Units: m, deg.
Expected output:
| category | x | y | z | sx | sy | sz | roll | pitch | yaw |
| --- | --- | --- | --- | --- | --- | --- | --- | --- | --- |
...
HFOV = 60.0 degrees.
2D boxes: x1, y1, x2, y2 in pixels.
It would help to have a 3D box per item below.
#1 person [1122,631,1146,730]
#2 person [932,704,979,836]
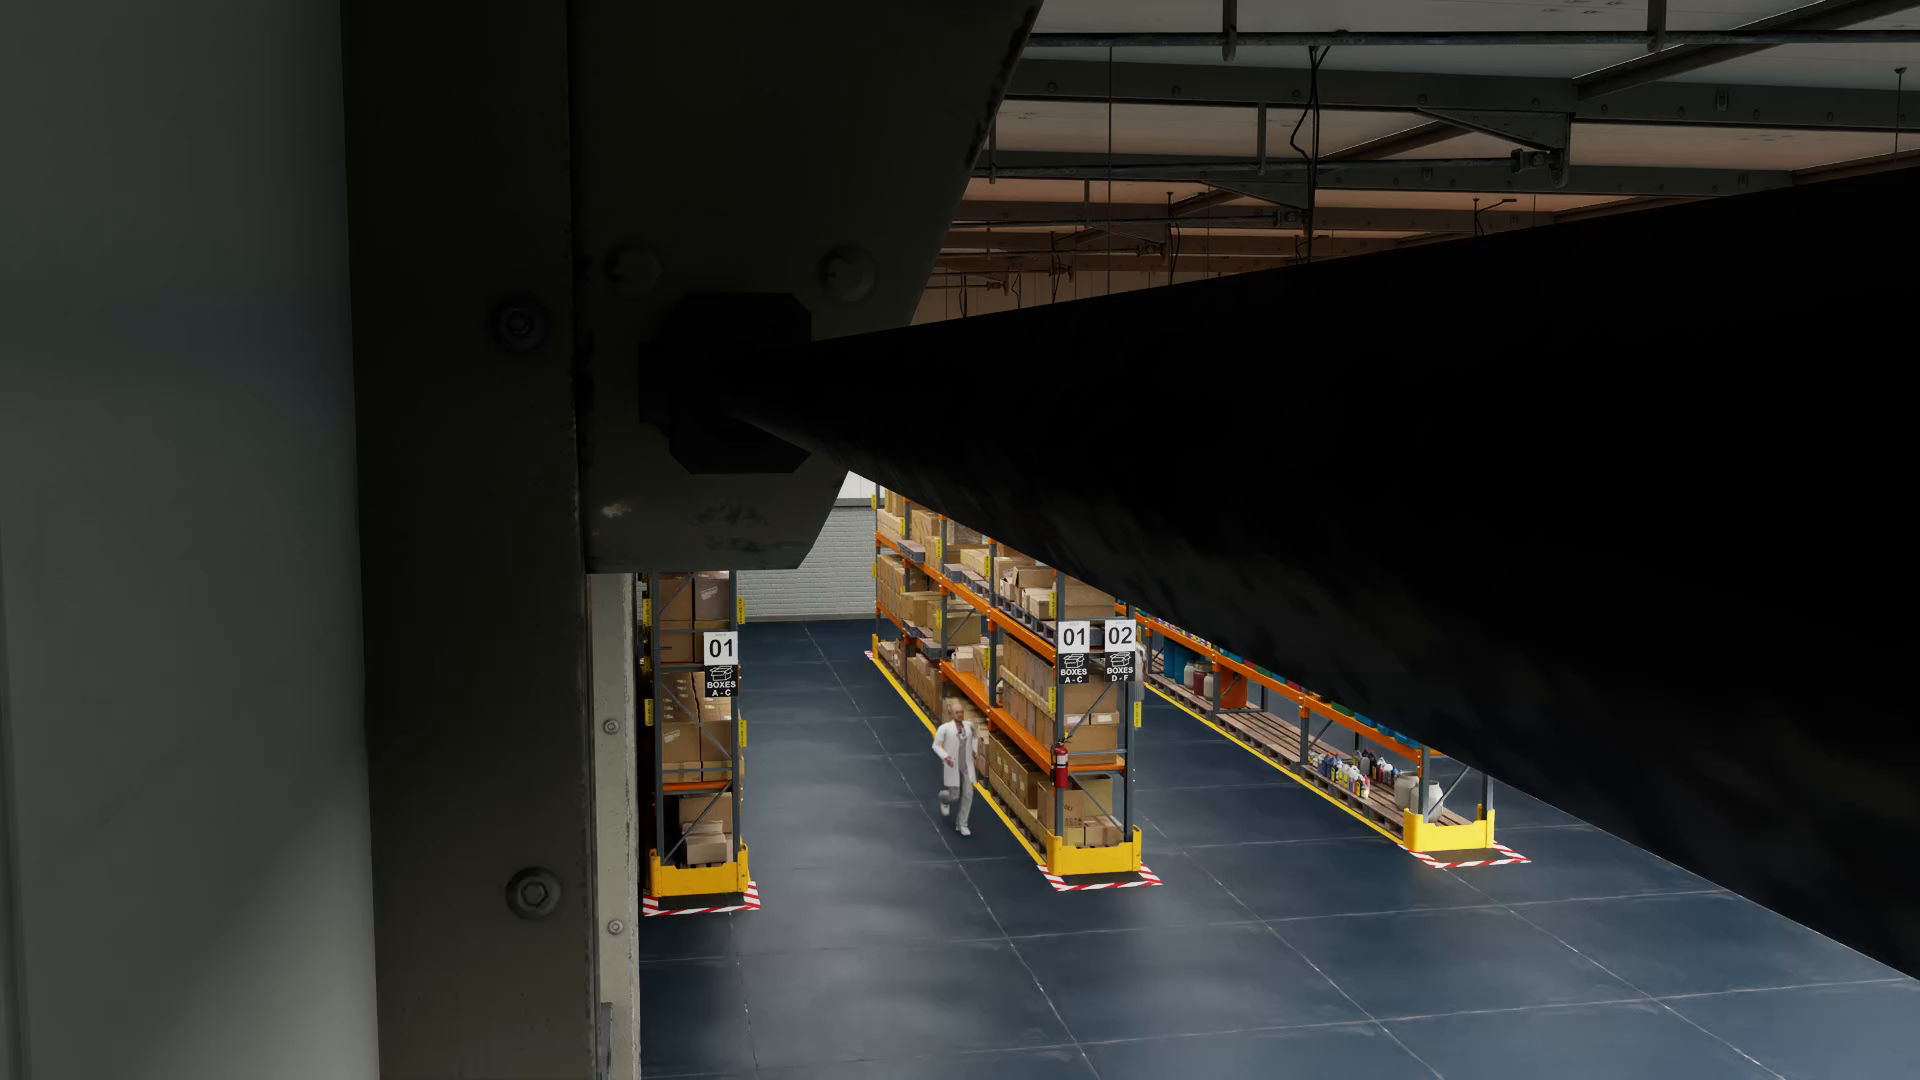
| category | x | y | z | sx | sy | sz | roll | pitch | yaw |
| --- | --- | --- | --- | --- | --- | --- | --- | --- | --- |
| person | 2.890 | 2.342 | 28.024 | 0.584 | 1.684 | 0.513 | -2 | 6 | -16 |
| person | -0.029 | 3.126 | 22.864 | 0.707 | 1.740 | 0.869 | -2 | 6 | -21 |
